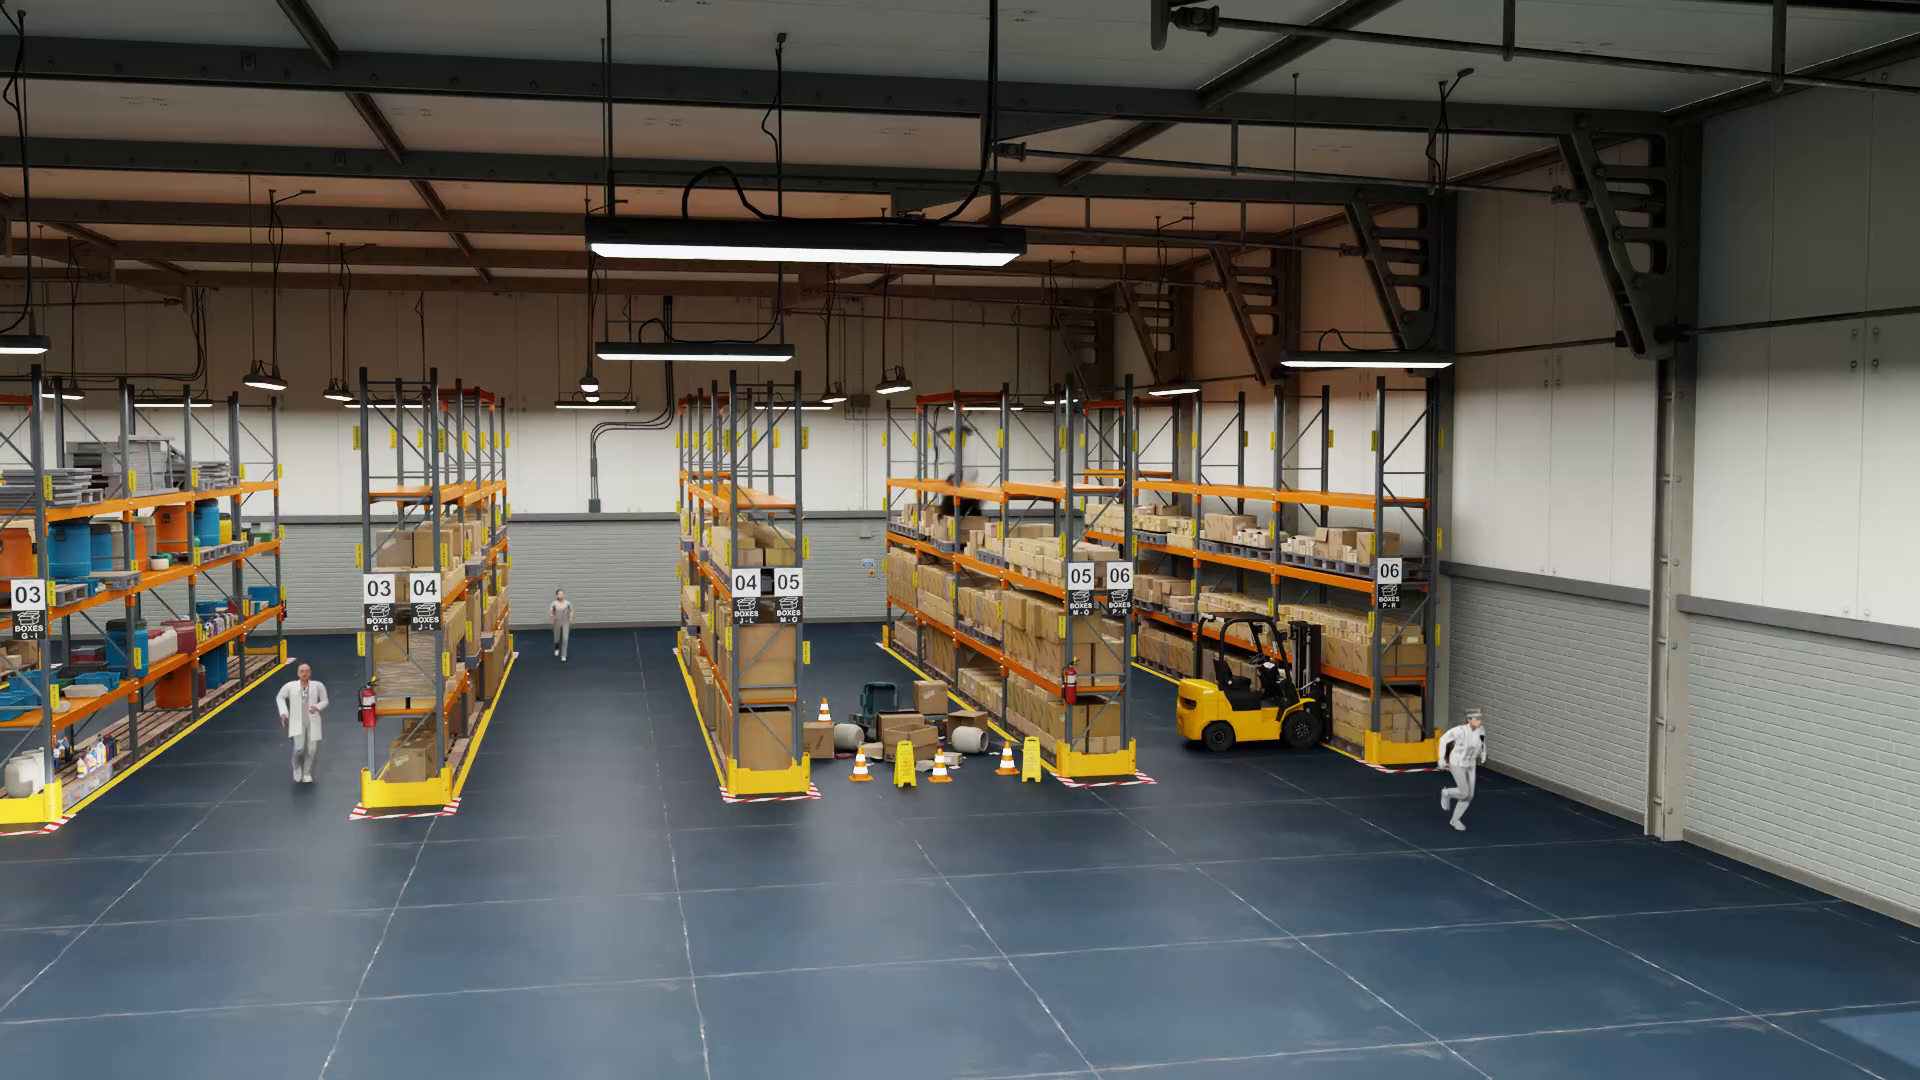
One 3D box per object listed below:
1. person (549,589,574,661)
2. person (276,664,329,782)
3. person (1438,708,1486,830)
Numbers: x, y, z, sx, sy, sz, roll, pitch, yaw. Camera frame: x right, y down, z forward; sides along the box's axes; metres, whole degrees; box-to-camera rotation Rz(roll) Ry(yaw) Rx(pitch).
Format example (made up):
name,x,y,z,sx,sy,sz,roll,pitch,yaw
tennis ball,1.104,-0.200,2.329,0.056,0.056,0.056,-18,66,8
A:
name,x,y,z,sx,sy,sz,roll,pitch,yaw
person,-9.075,1.932,37.885,0.573,1.628,0.758,-1,4,-20
person,-9.536,2.681,24.191,0.692,1.741,0.663,-2,4,-28
person,6.503,2.936,21.495,0.607,1.619,0.688,-2,4,-25
